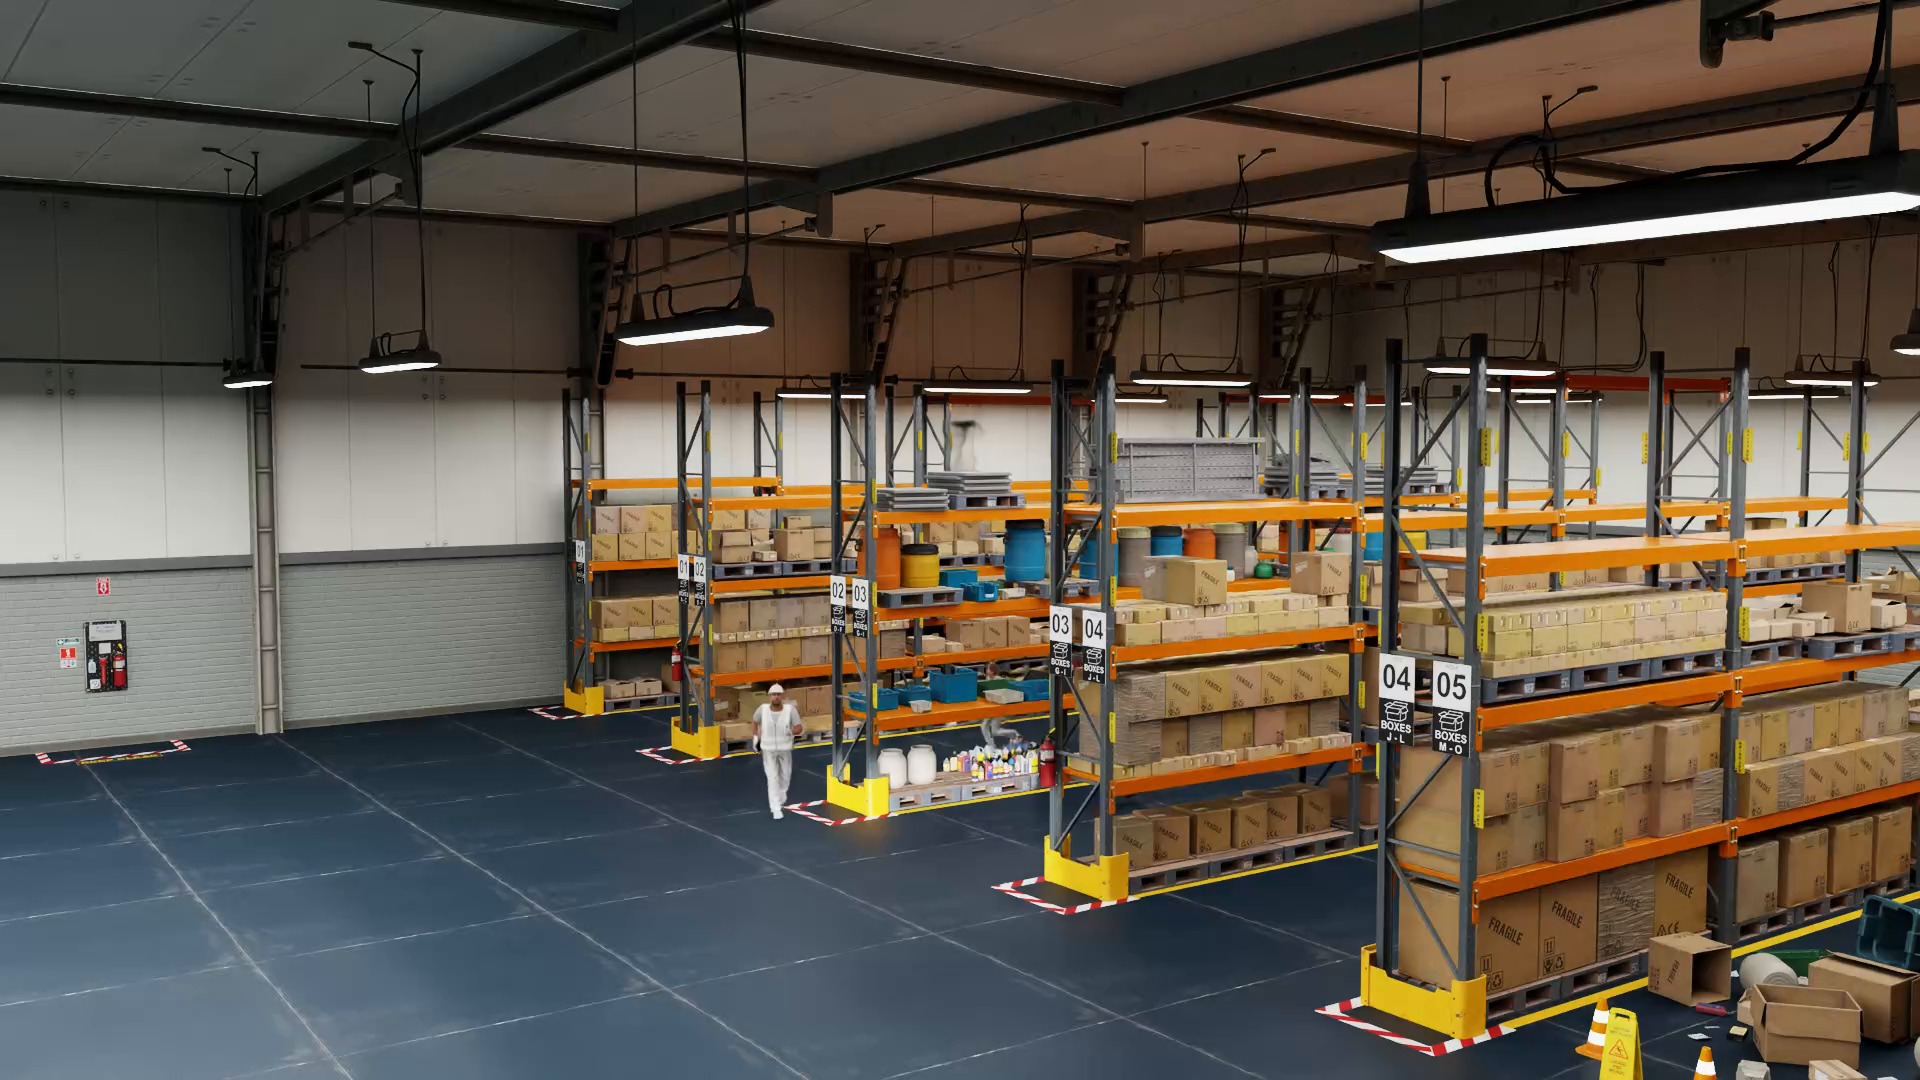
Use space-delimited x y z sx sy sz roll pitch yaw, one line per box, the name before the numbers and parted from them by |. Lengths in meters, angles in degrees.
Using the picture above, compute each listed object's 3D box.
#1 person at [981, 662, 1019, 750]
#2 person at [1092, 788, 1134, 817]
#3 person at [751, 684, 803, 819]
person | 0.608 2.700 26.444 0.682 1.559 0.524 -3 5 -39
person | 2.130 2.905 22.779 0.609 1.652 1.062 2 4 33
person | -2.471 2.821 22.473 0.688 1.766 0.927 -1 4 -8
